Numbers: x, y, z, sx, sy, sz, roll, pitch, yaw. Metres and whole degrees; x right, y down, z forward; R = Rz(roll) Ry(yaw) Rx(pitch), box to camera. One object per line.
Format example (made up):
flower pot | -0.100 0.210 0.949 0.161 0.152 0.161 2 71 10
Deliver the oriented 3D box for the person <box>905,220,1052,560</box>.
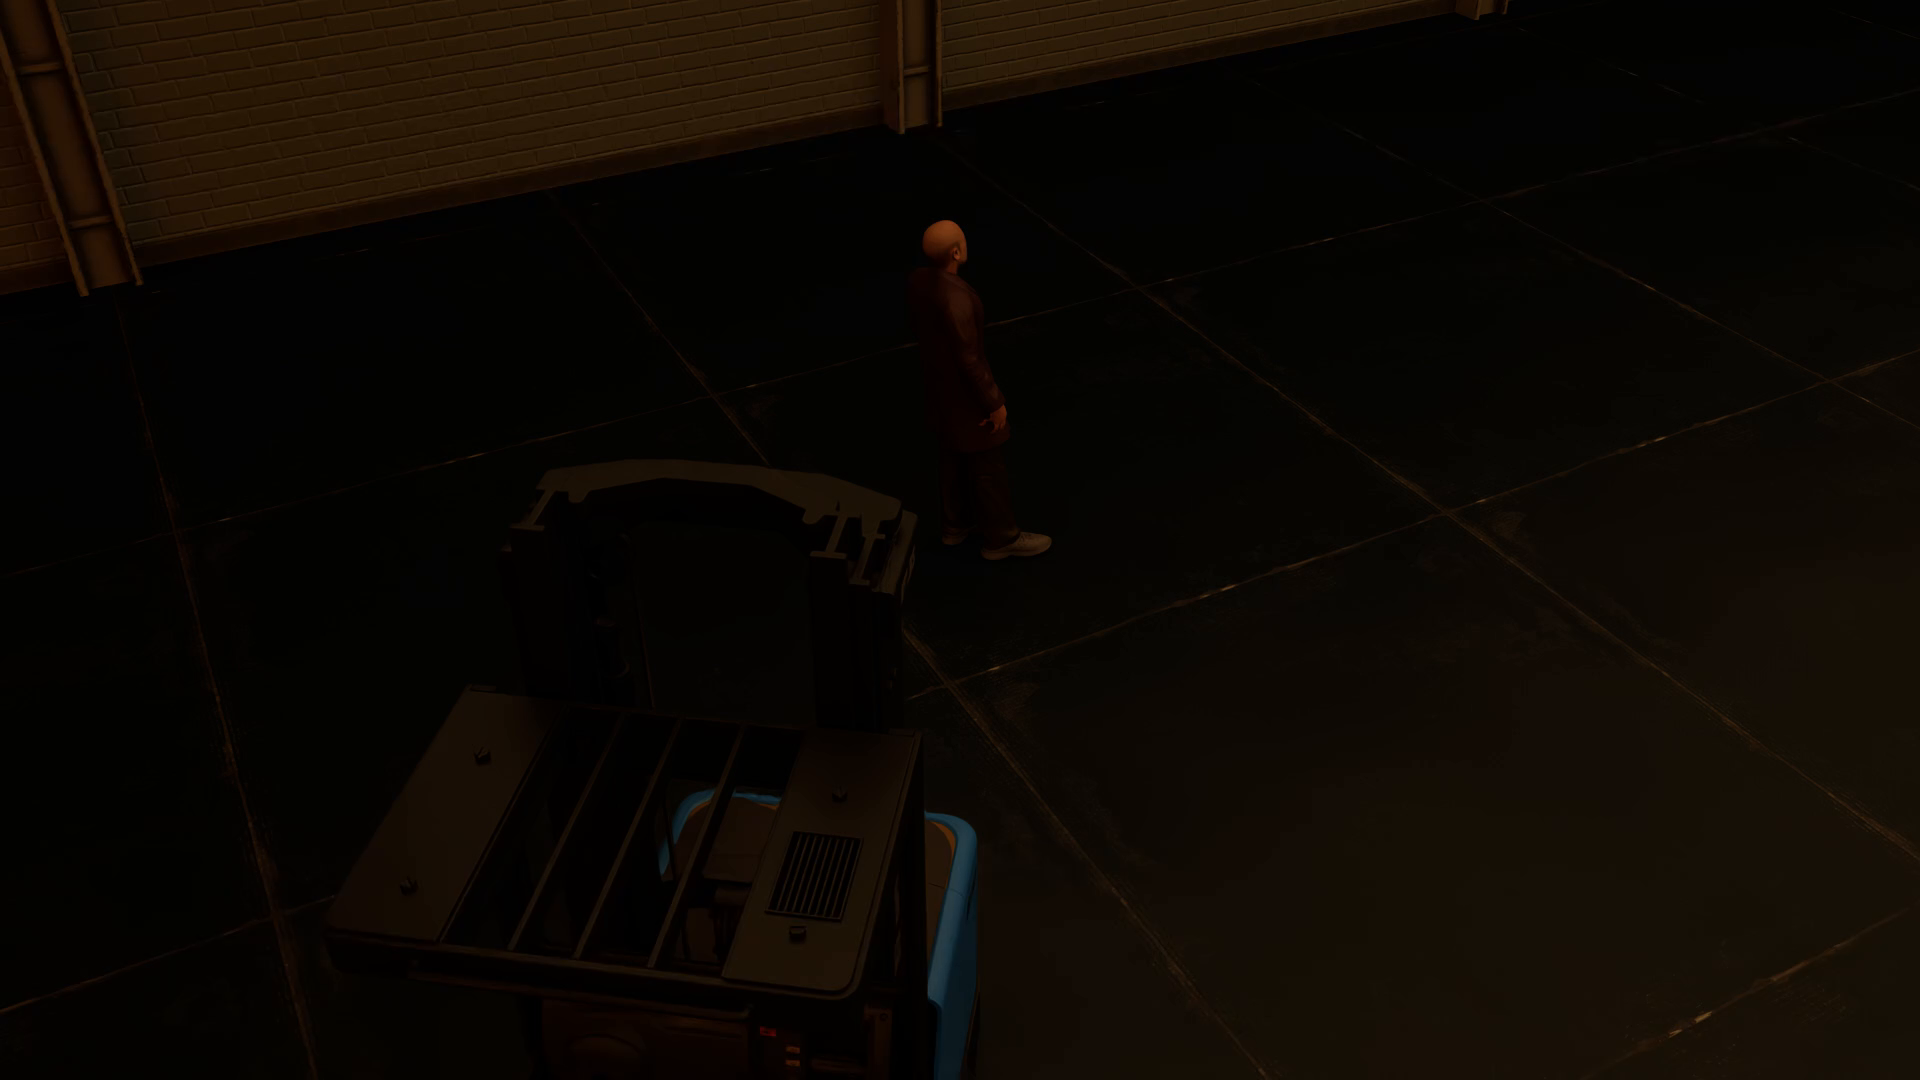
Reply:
person | 0.083 -0.755 8.178 0.579 1.777 0.698 -17 39 -23

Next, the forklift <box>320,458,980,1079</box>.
forklift | -0.665 1.394 4.151 1.130 2.935 3.031 5 36 7
